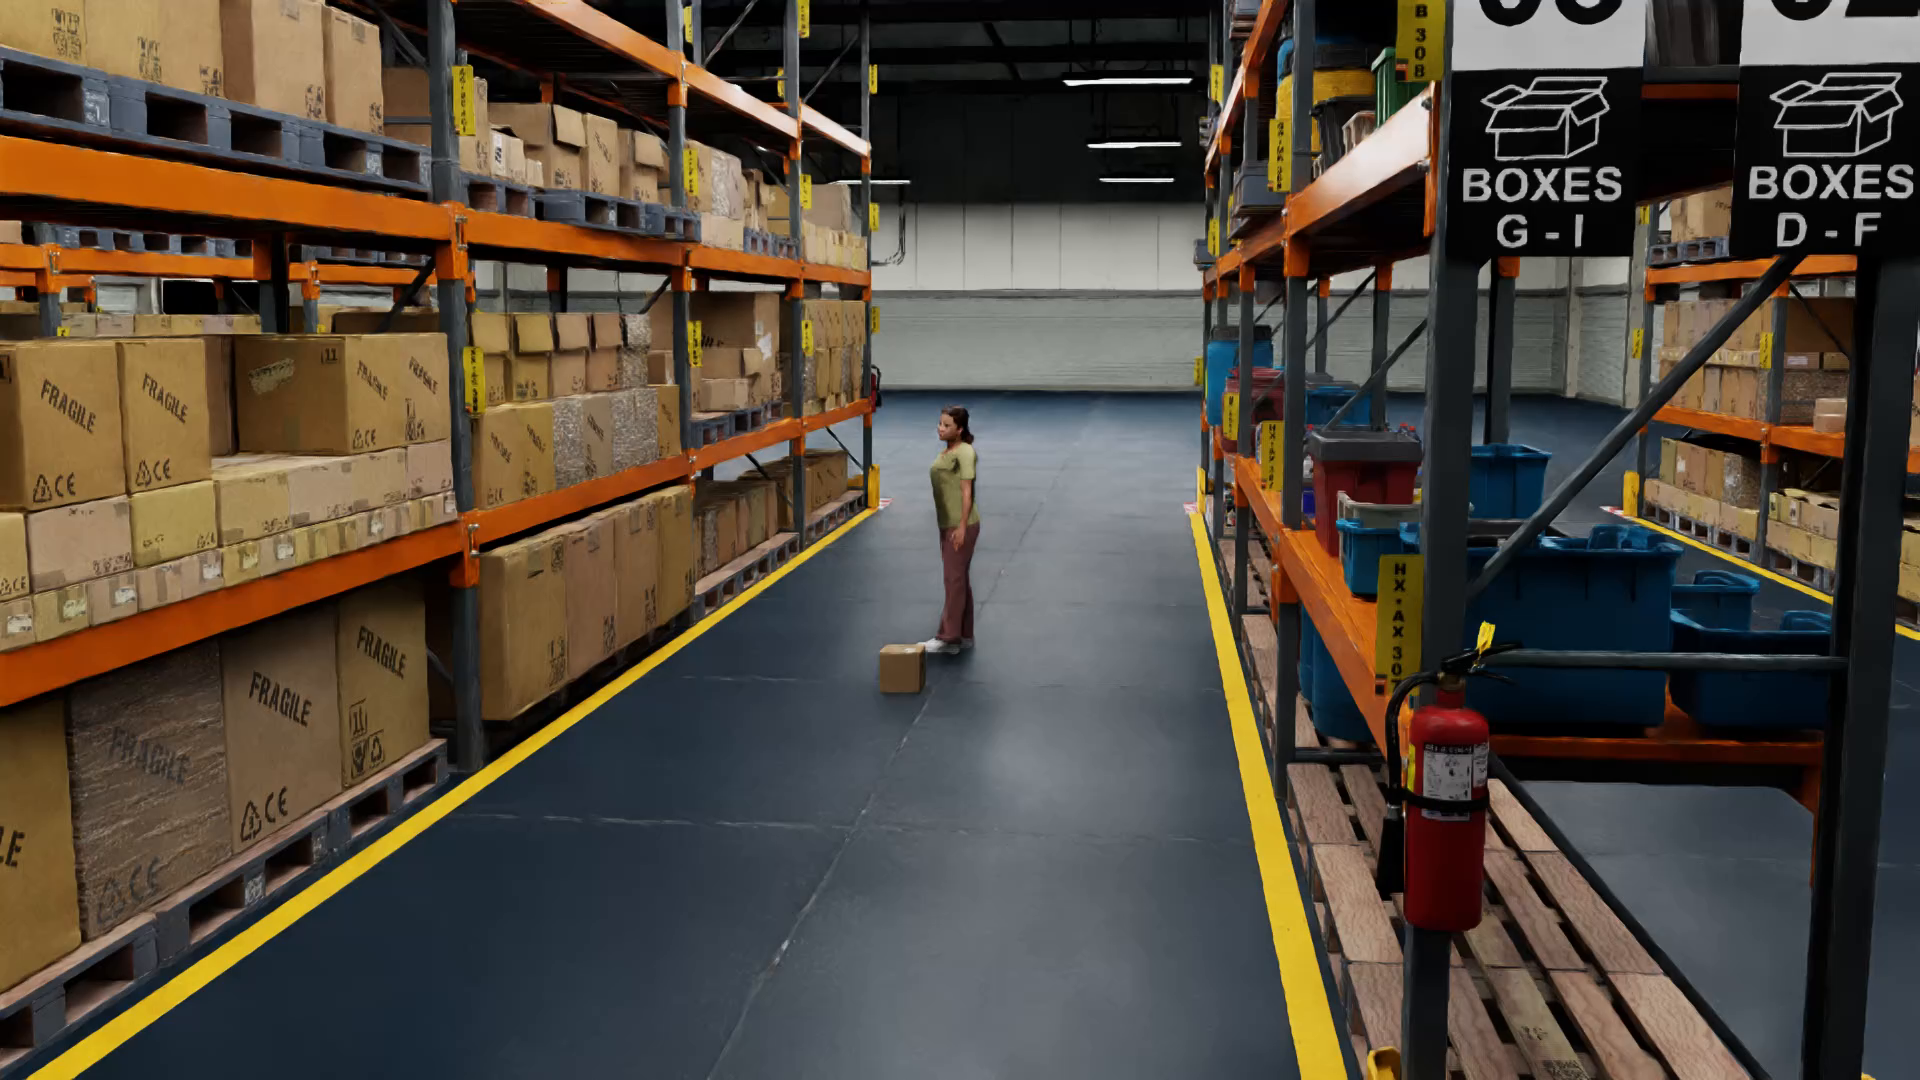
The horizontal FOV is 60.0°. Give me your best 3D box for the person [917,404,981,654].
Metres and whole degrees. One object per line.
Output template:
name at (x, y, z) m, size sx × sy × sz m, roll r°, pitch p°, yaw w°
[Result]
person at (-0.107, 0.049, 11.204) m, size 0.491 × 1.430 × 0.520 m, roll -3°, pitch 8°, yaw -22°
